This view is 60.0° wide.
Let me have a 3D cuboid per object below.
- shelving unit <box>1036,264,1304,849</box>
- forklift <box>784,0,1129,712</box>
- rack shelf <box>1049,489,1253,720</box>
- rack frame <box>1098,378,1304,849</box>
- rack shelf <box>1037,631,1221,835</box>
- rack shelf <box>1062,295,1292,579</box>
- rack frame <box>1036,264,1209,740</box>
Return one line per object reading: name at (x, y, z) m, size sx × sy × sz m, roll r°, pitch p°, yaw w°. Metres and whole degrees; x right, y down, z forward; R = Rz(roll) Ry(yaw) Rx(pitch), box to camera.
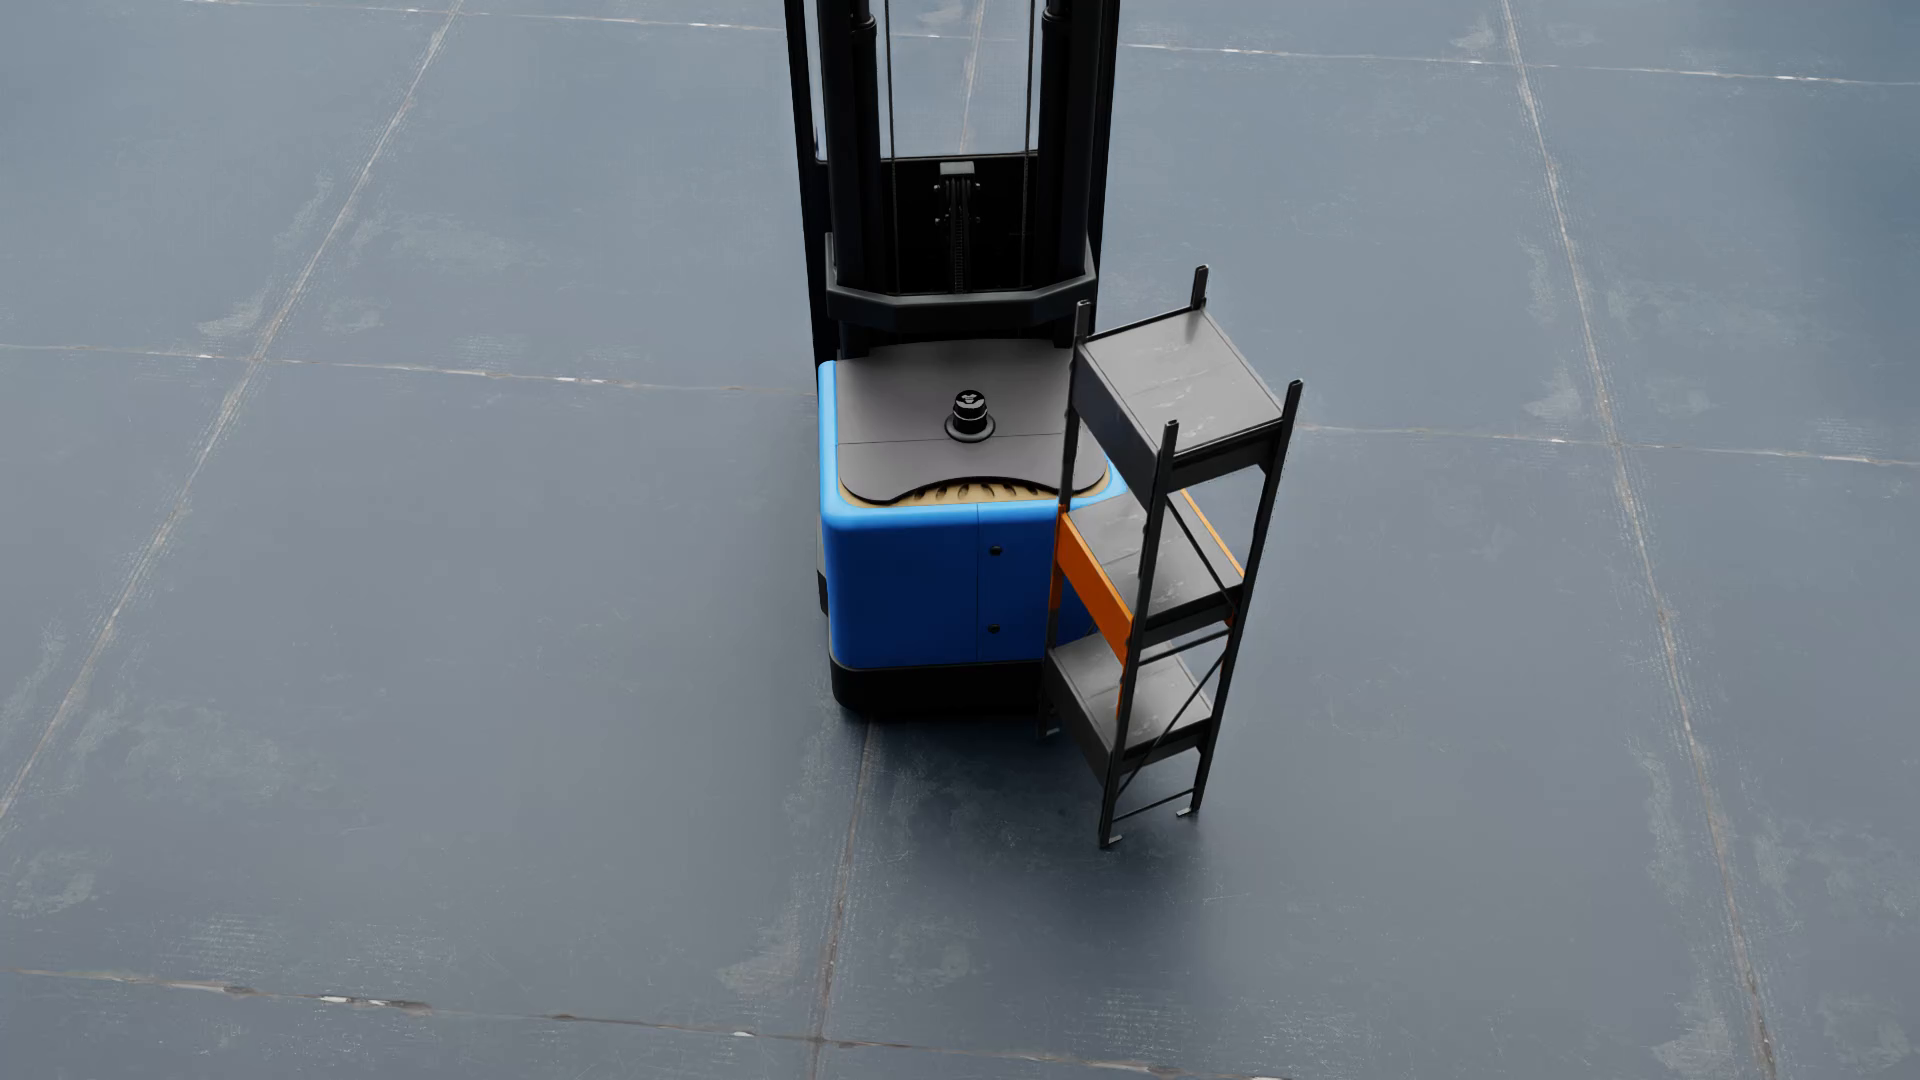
shelving unit at (0.581, 0.156, 5.171) m, size 0.431 × 2.100 × 0.503 m, roll -18°, pitch 53°, yaw -16°
forklift at (-0.042, -1.449, 6.089) m, size 1.130 × 2.935 × 3.031 m, roll -3°, pitch 48°, yaw -3°
rack shelf at (0.581, 0.165, 5.181) m, size 0.431 × 0.518 × 0.480 m, roll -18°, pitch 53°, yaw -16°
rack frame at (0.682, 0.327, 5.029) m, size 0.400 × 2.100 × 0.015 m, roll -18°, pitch 53°, yaw -16°
rack shelf at (0.569, 0.617, 5.716) m, size 0.431 × 0.518 × 0.480 m, roll -18°, pitch 53°, yaw -16°
rack shelf at (0.593, -0.288, 4.647) m, size 0.431 × 0.518 × 0.480 m, roll -18°, pitch 53°, yaw -16°
rack frame at (0.481, -0.015, 5.313) m, size 0.400 × 2.100 × 0.015 m, roll -18°, pitch 53°, yaw -16°
